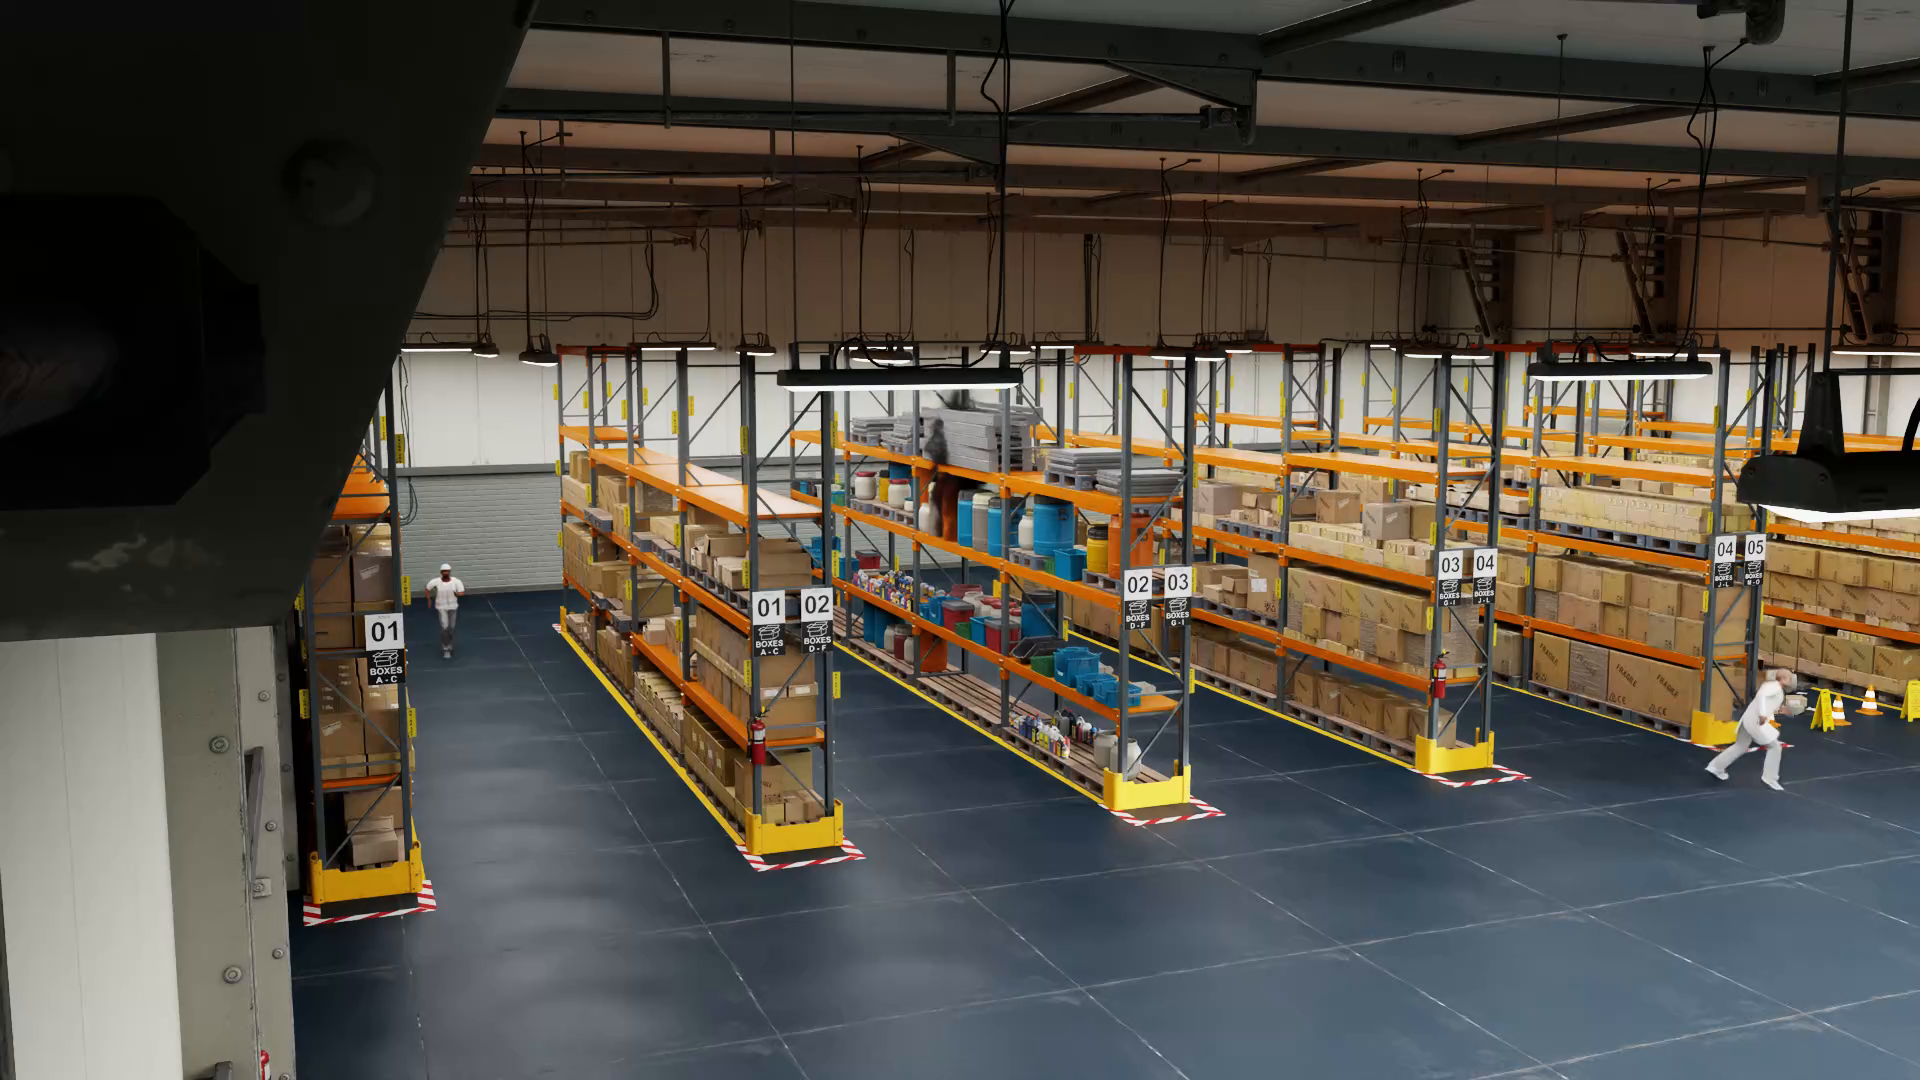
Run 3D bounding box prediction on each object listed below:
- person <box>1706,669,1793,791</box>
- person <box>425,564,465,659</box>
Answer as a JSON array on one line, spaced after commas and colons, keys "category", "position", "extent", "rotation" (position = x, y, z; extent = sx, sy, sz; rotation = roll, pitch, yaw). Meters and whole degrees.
[{"category": "person", "position": [10.900, 2.616, 22.945], "extent": [1.059, 1.744, 0.753], "rotation": [2, 8, 16]}, {"category": "person", "position": [-9.957, 1.360, 32.252], "extent": [0.677, 1.827, 0.796], "rotation": [-5, 9, -32]}]
